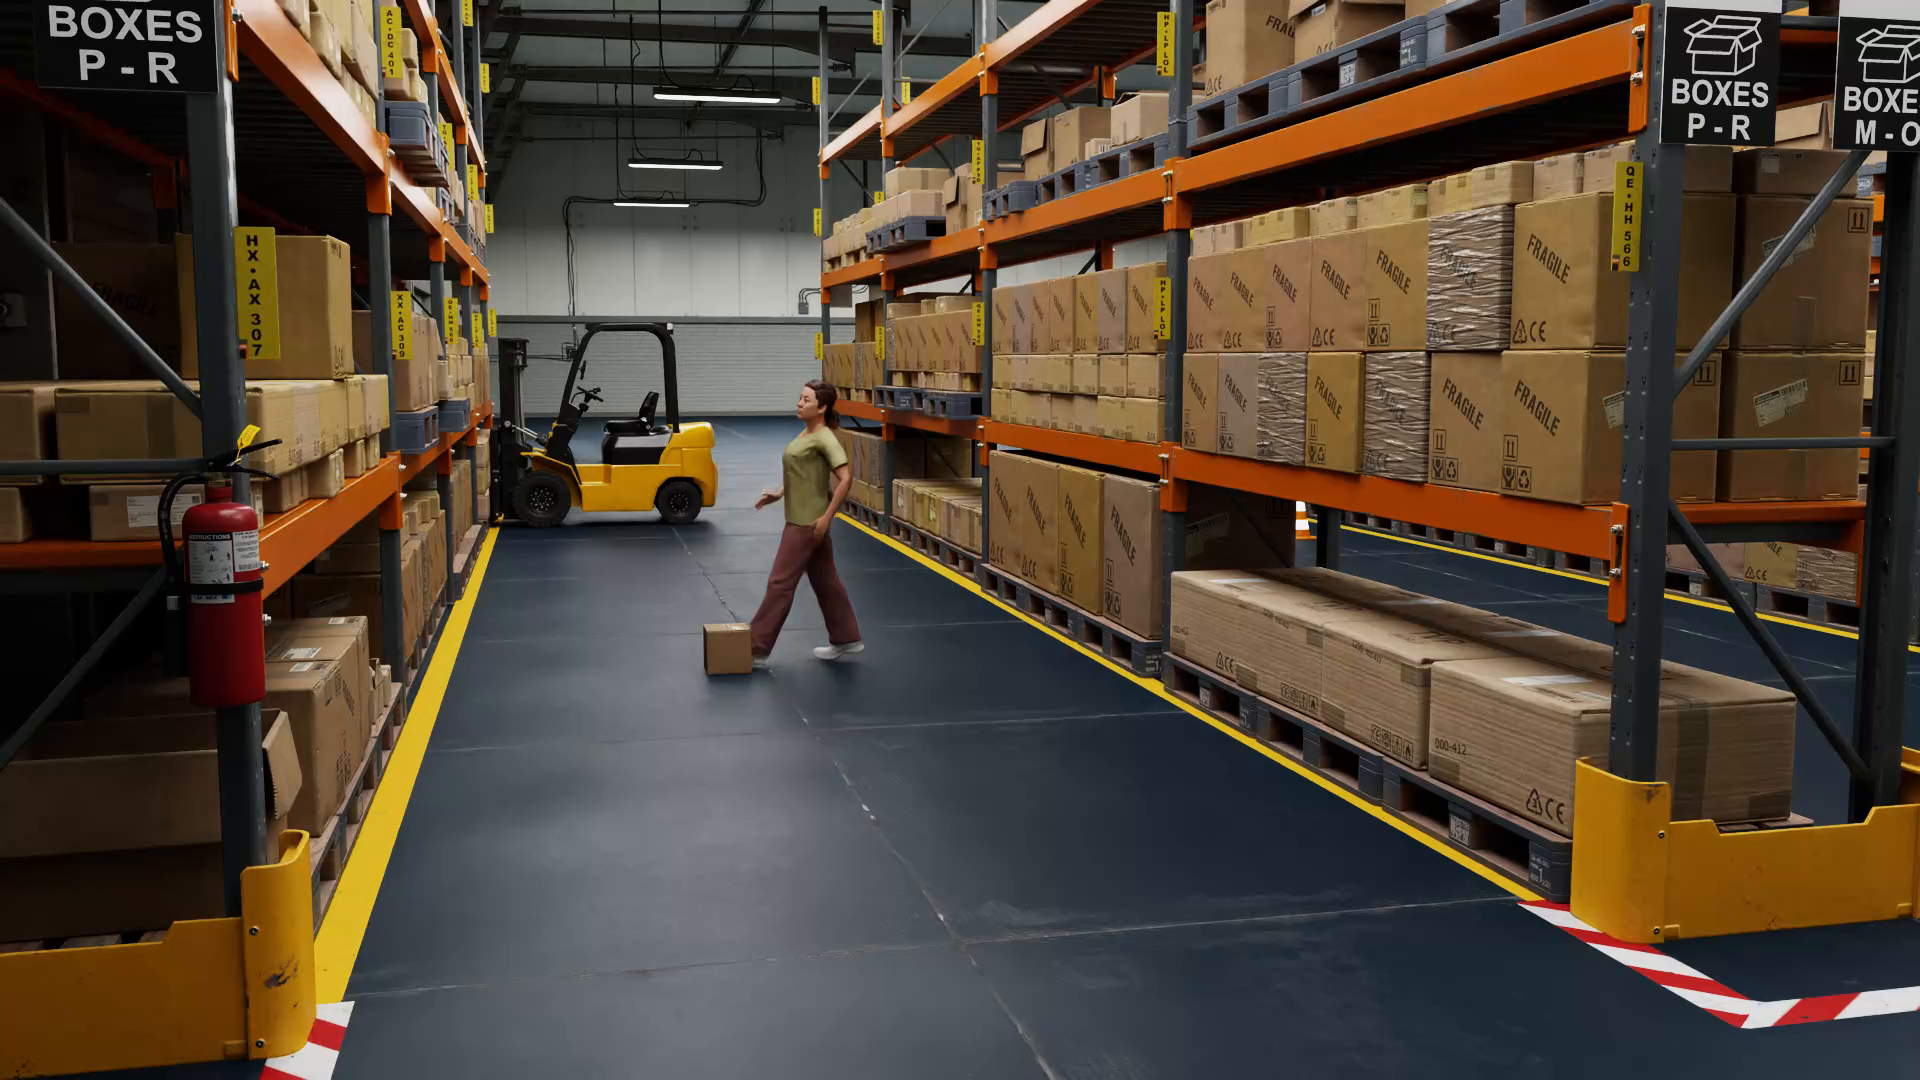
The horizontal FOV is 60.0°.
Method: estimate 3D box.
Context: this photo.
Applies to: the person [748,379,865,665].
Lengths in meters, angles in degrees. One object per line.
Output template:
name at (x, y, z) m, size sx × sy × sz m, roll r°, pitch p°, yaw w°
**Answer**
person at (-0.973, -0.095, 9.524) m, size 0.868 × 1.645 × 0.551 m, roll -1°, pitch 6°, yaw -7°
